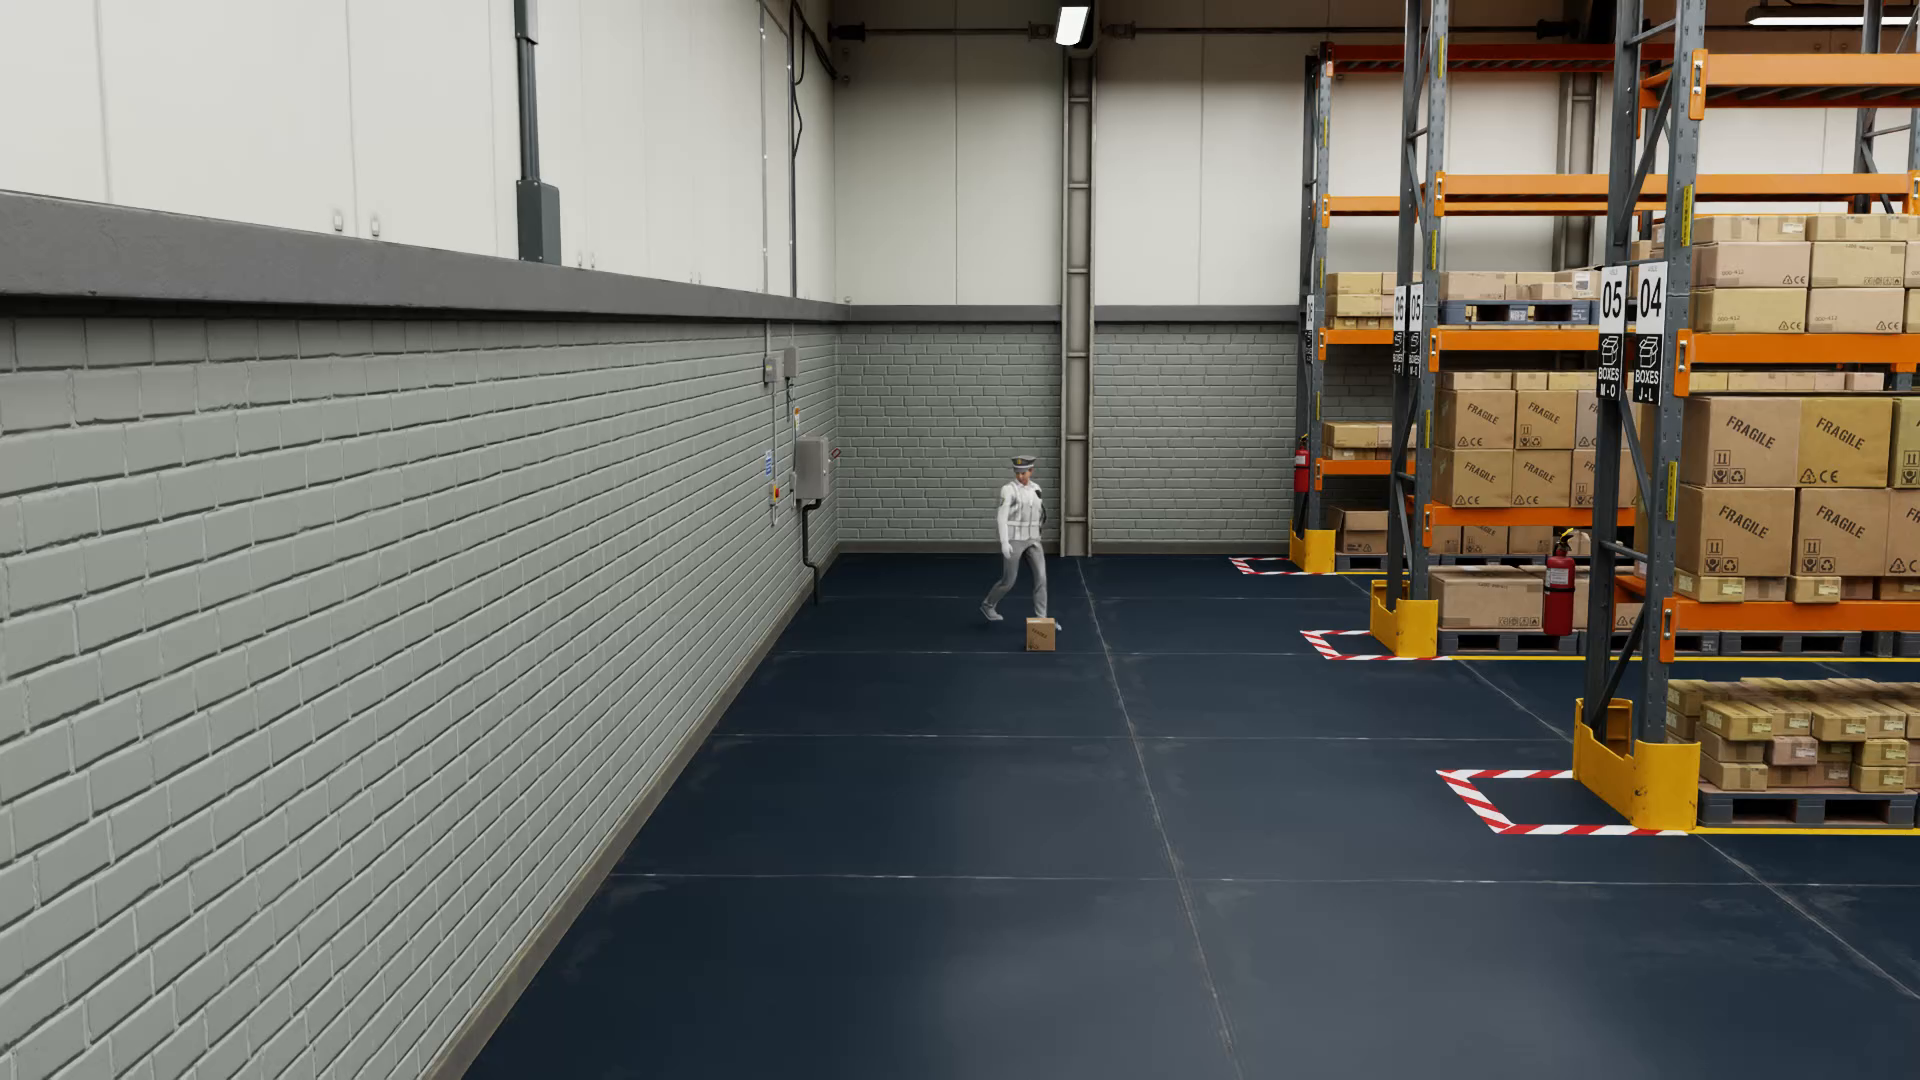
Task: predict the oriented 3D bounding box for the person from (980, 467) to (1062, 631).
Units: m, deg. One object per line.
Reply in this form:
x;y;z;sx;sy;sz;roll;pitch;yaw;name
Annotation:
0.571;0.023;15.557;0.514;1.626;0.798;-5;9;-35;person
